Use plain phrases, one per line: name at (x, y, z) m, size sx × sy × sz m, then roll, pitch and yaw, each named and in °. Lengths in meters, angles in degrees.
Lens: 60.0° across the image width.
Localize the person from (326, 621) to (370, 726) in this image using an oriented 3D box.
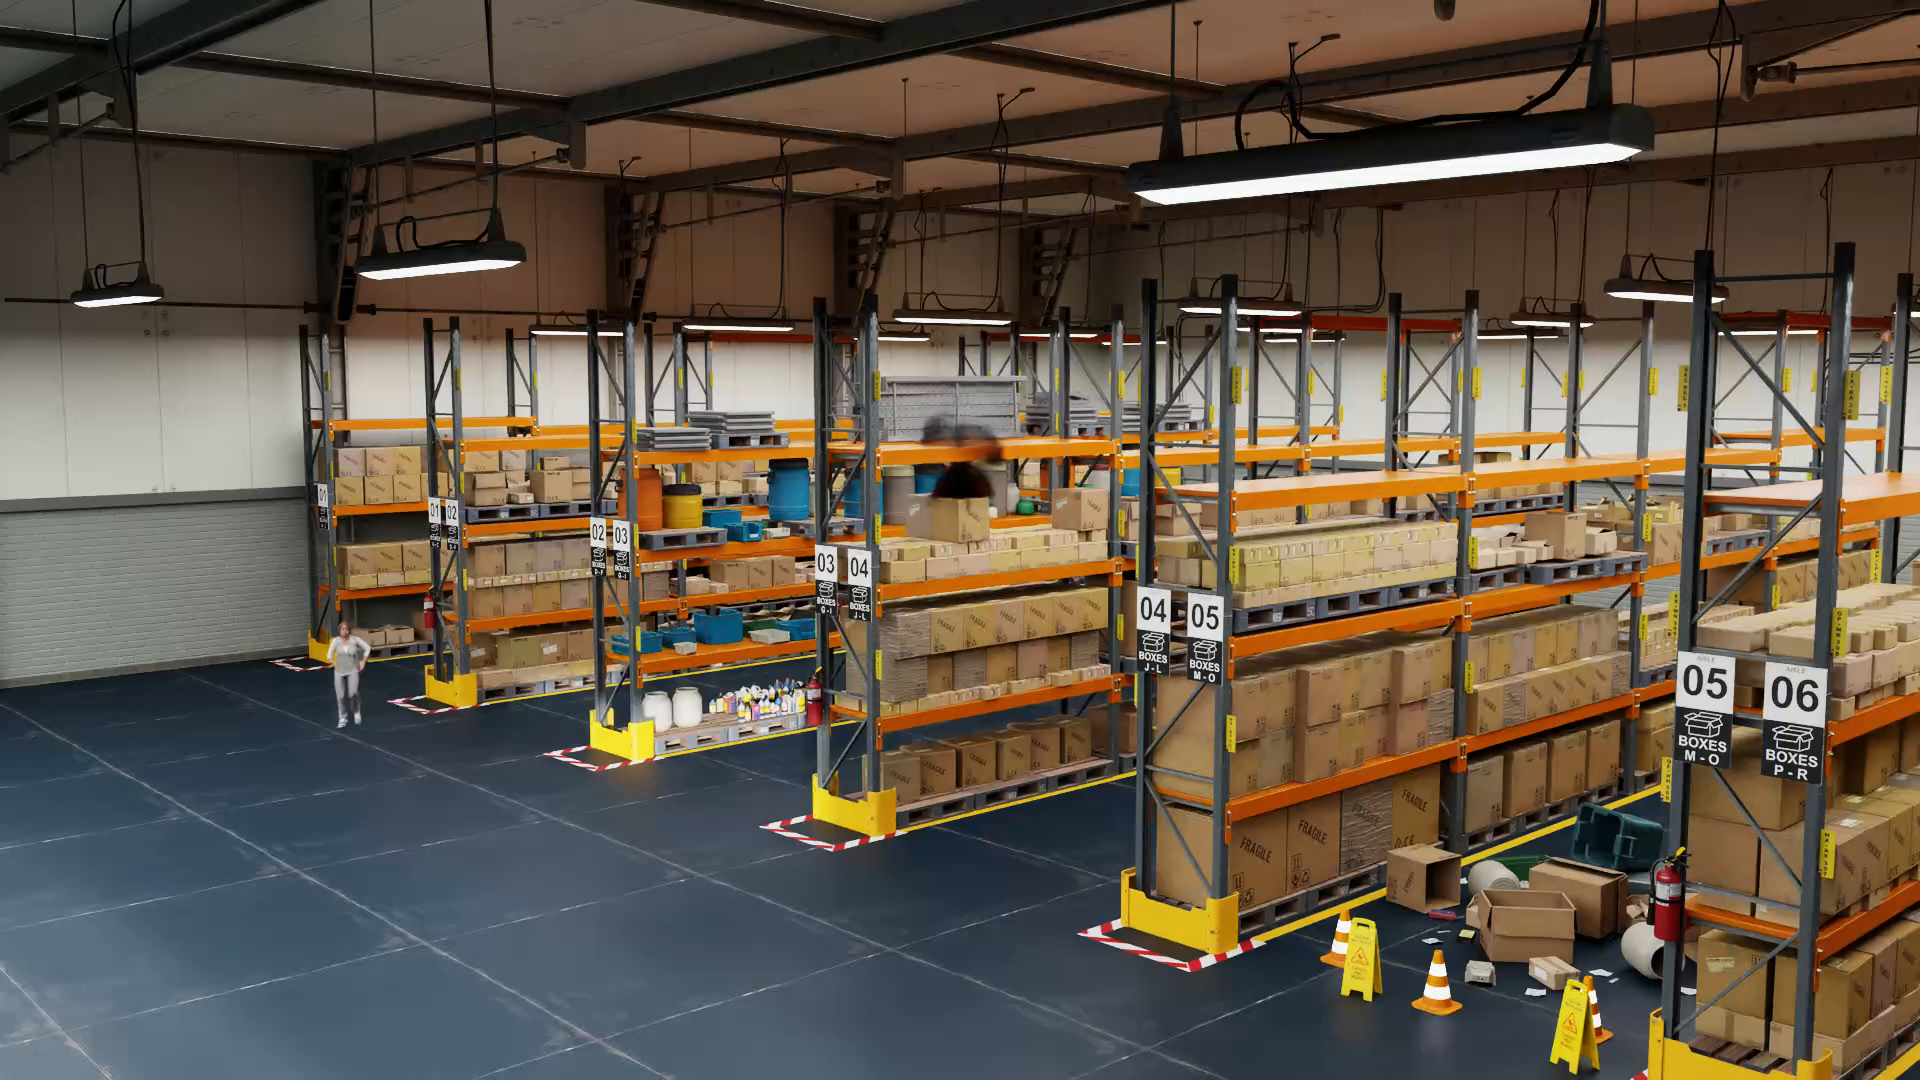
person at (-8.891, 1.953, 24.171) m, size 0.589 × 1.571 × 0.631 m, roll -1°, pitch 6°, yaw -13°

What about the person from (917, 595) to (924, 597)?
person at (-0.904, 1.439, 28.817) m, size 0.604 × 1.629 × 0.581 m, roll 6°, pitch 8°, yaw 44°
